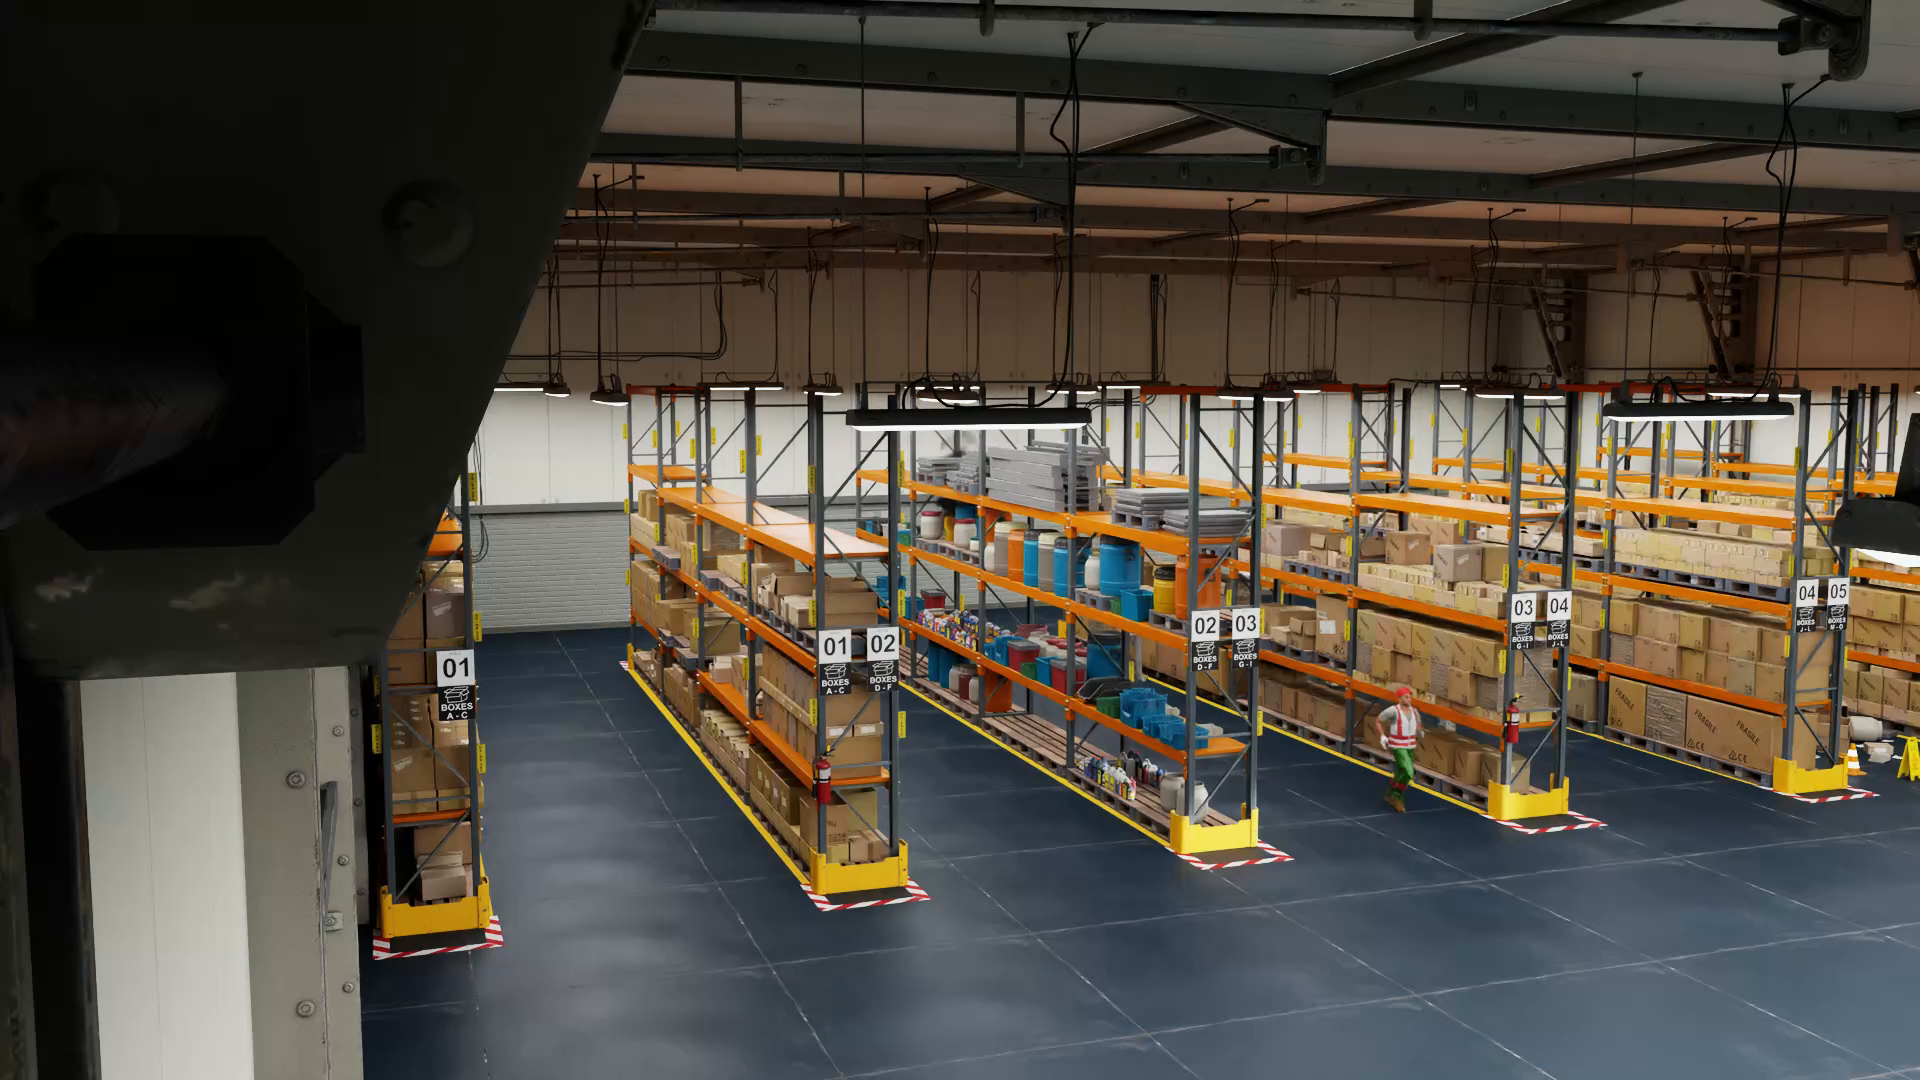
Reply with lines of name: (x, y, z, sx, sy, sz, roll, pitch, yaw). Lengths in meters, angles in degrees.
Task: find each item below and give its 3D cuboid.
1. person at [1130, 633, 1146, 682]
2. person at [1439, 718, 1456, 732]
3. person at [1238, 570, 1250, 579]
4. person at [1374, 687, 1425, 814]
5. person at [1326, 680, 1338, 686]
person: (3.341, 1.865, 32.207, 0.604, 1.749, 0.837, -3, 7, -26)
person: (8.655, 2.479, 28.906, 0.696, 1.755, 0.787, -3, 7, -28)
person: (6.945, 1.304, 41.121, 0.680, 1.676, 0.669, -2, 6, -19)
person: (6.338, 2.994, 23.792, 0.631, 1.806, 0.720, -3, 7, -28)
person: (7.487, 2.106, 33.020, 0.566, 1.629, 0.549, -3, 7, -29)
